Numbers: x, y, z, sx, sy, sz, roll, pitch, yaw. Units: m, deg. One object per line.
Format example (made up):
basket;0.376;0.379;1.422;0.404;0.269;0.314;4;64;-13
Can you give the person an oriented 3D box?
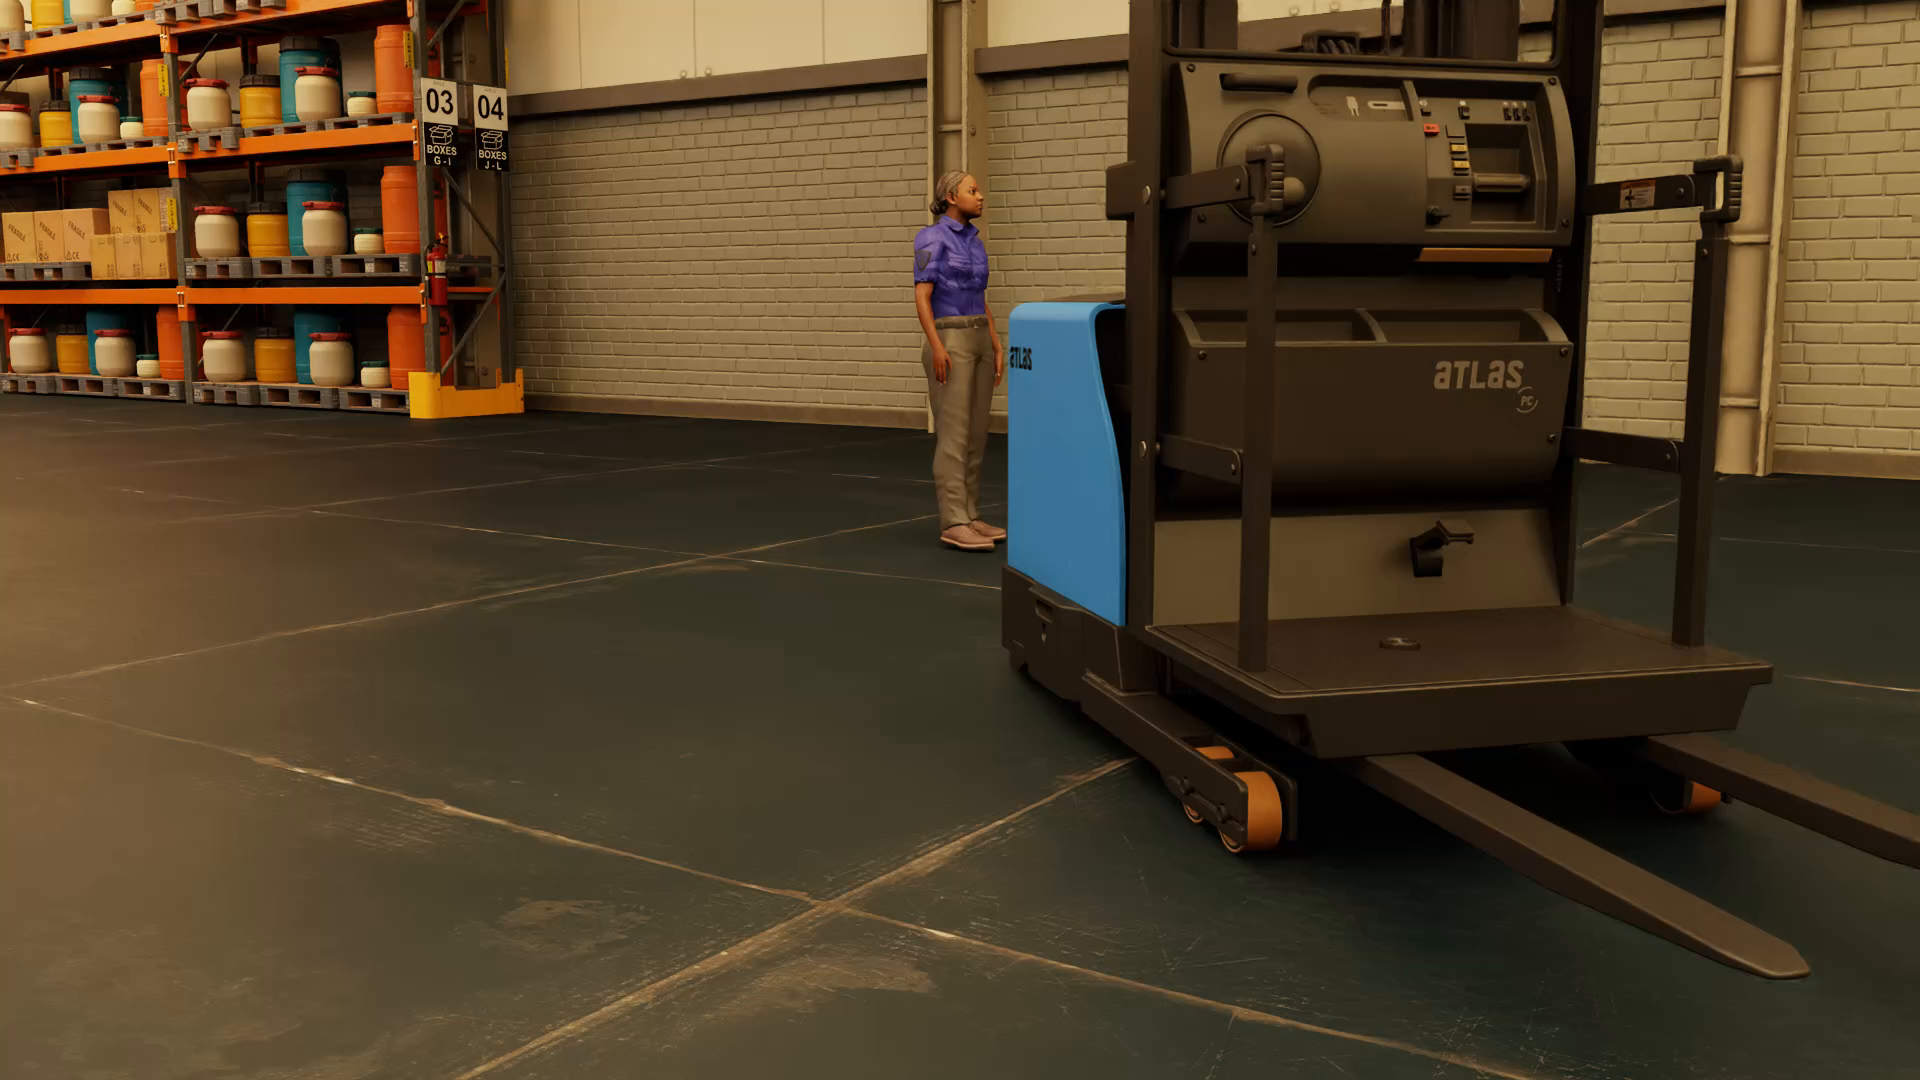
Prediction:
person;0.062;-0.817;7.422;0.503;1.656;0.570;5;10;34

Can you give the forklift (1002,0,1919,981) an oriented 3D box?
forklift;0.984;-0.893;3.474;1.130;2.935;3.031;-2;8;-14
